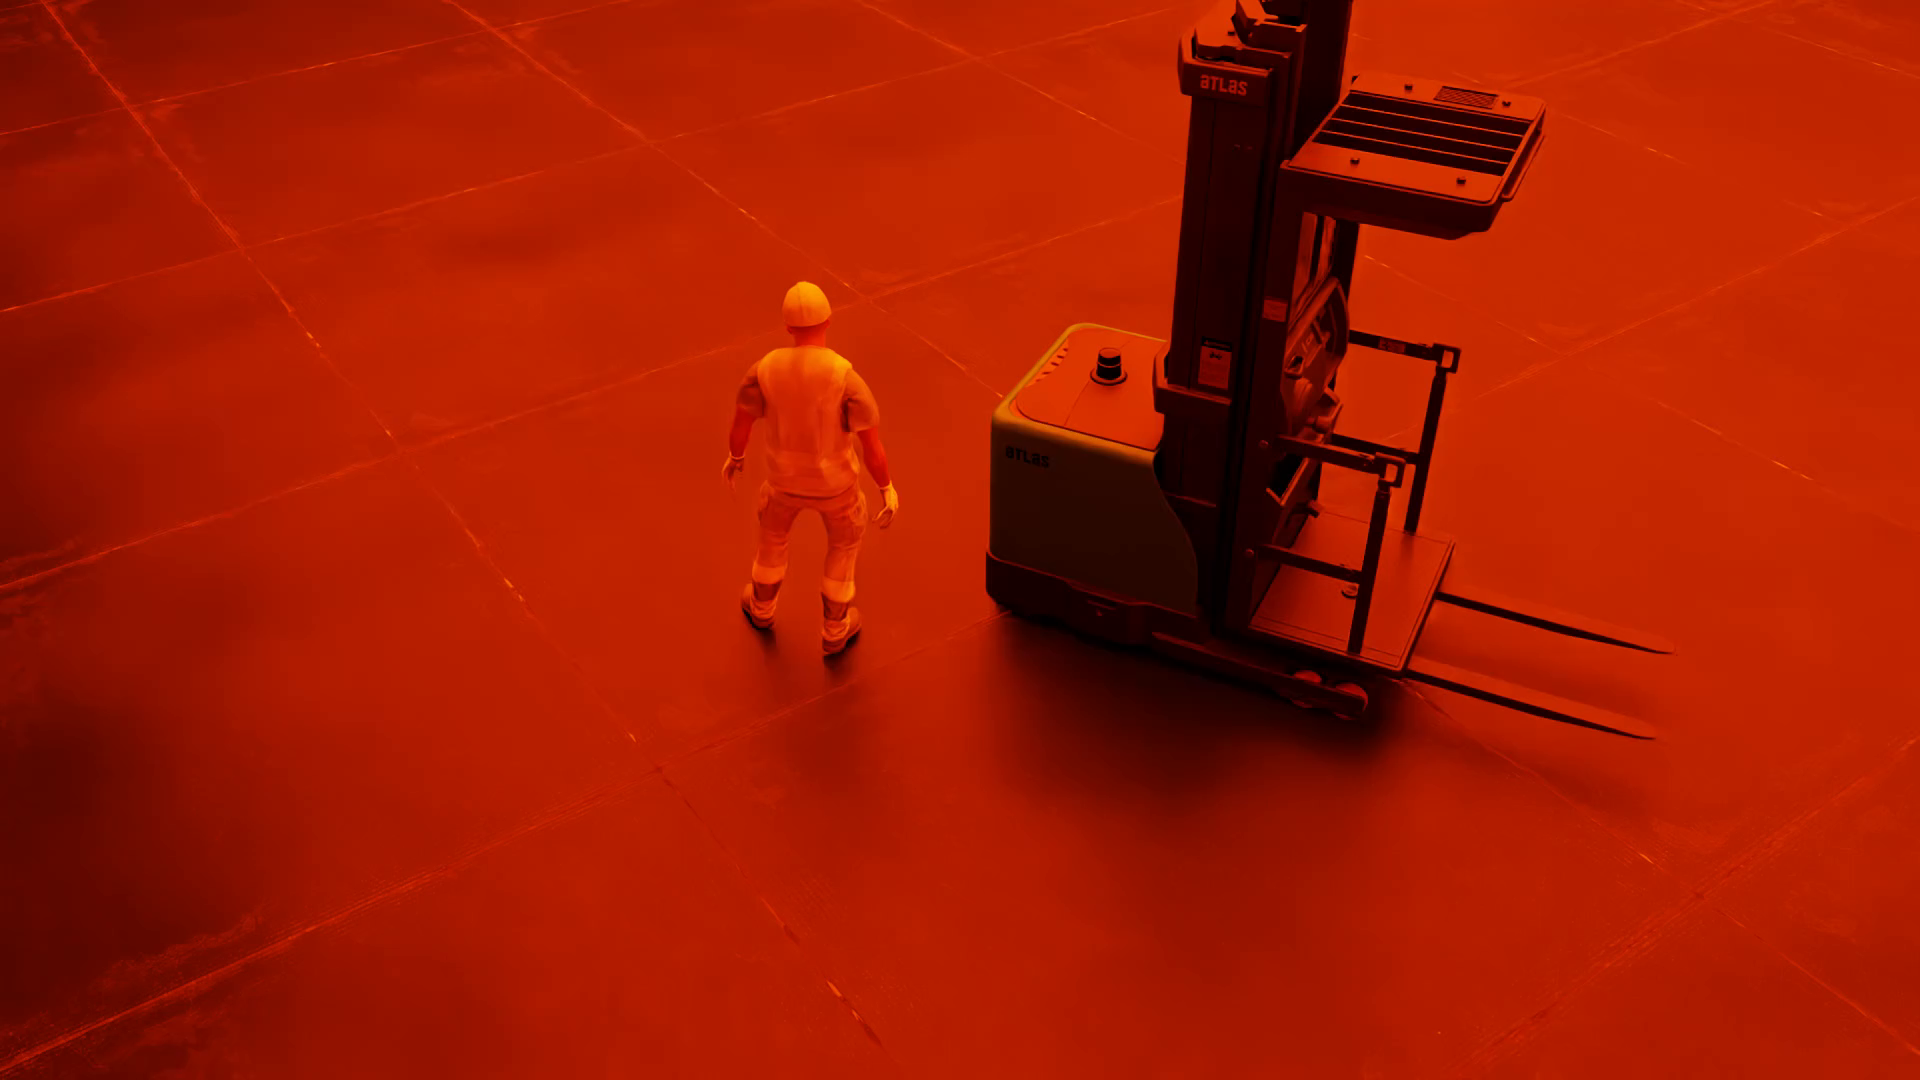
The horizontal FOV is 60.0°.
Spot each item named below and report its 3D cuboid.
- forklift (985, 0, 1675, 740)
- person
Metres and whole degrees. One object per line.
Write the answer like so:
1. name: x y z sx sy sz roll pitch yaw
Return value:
1. forklift: 1.677 -0.745 6.953 3.031 2.935 1.130 16 39 21
2. person: -0.656 -0.310 7.292 0.849 1.749 0.429 8 37 11
